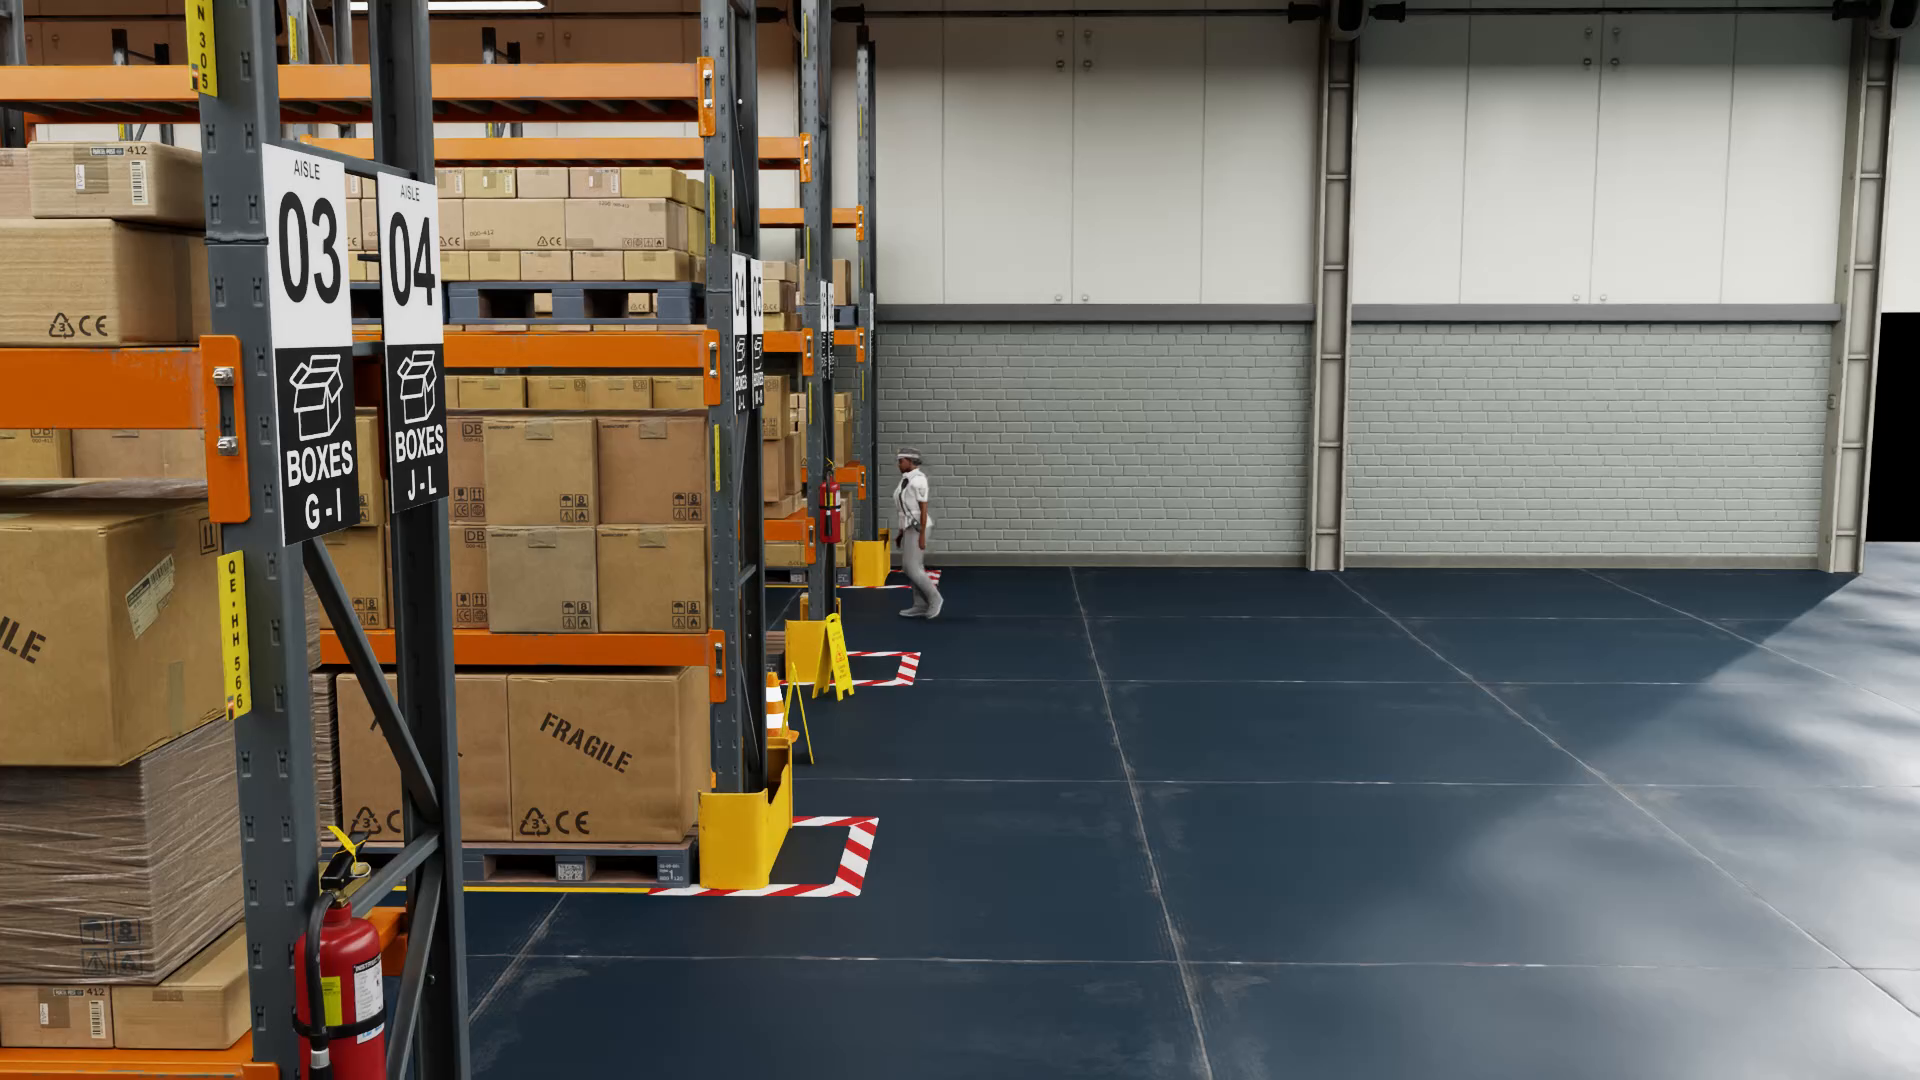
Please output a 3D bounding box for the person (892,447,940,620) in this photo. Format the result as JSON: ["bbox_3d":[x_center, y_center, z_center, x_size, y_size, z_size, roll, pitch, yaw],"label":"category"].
[{"bbox_3d":[-0.426,-0.074,16.167,0.427,1.661,0.502,-2,8,-14],"label":"person"}]
